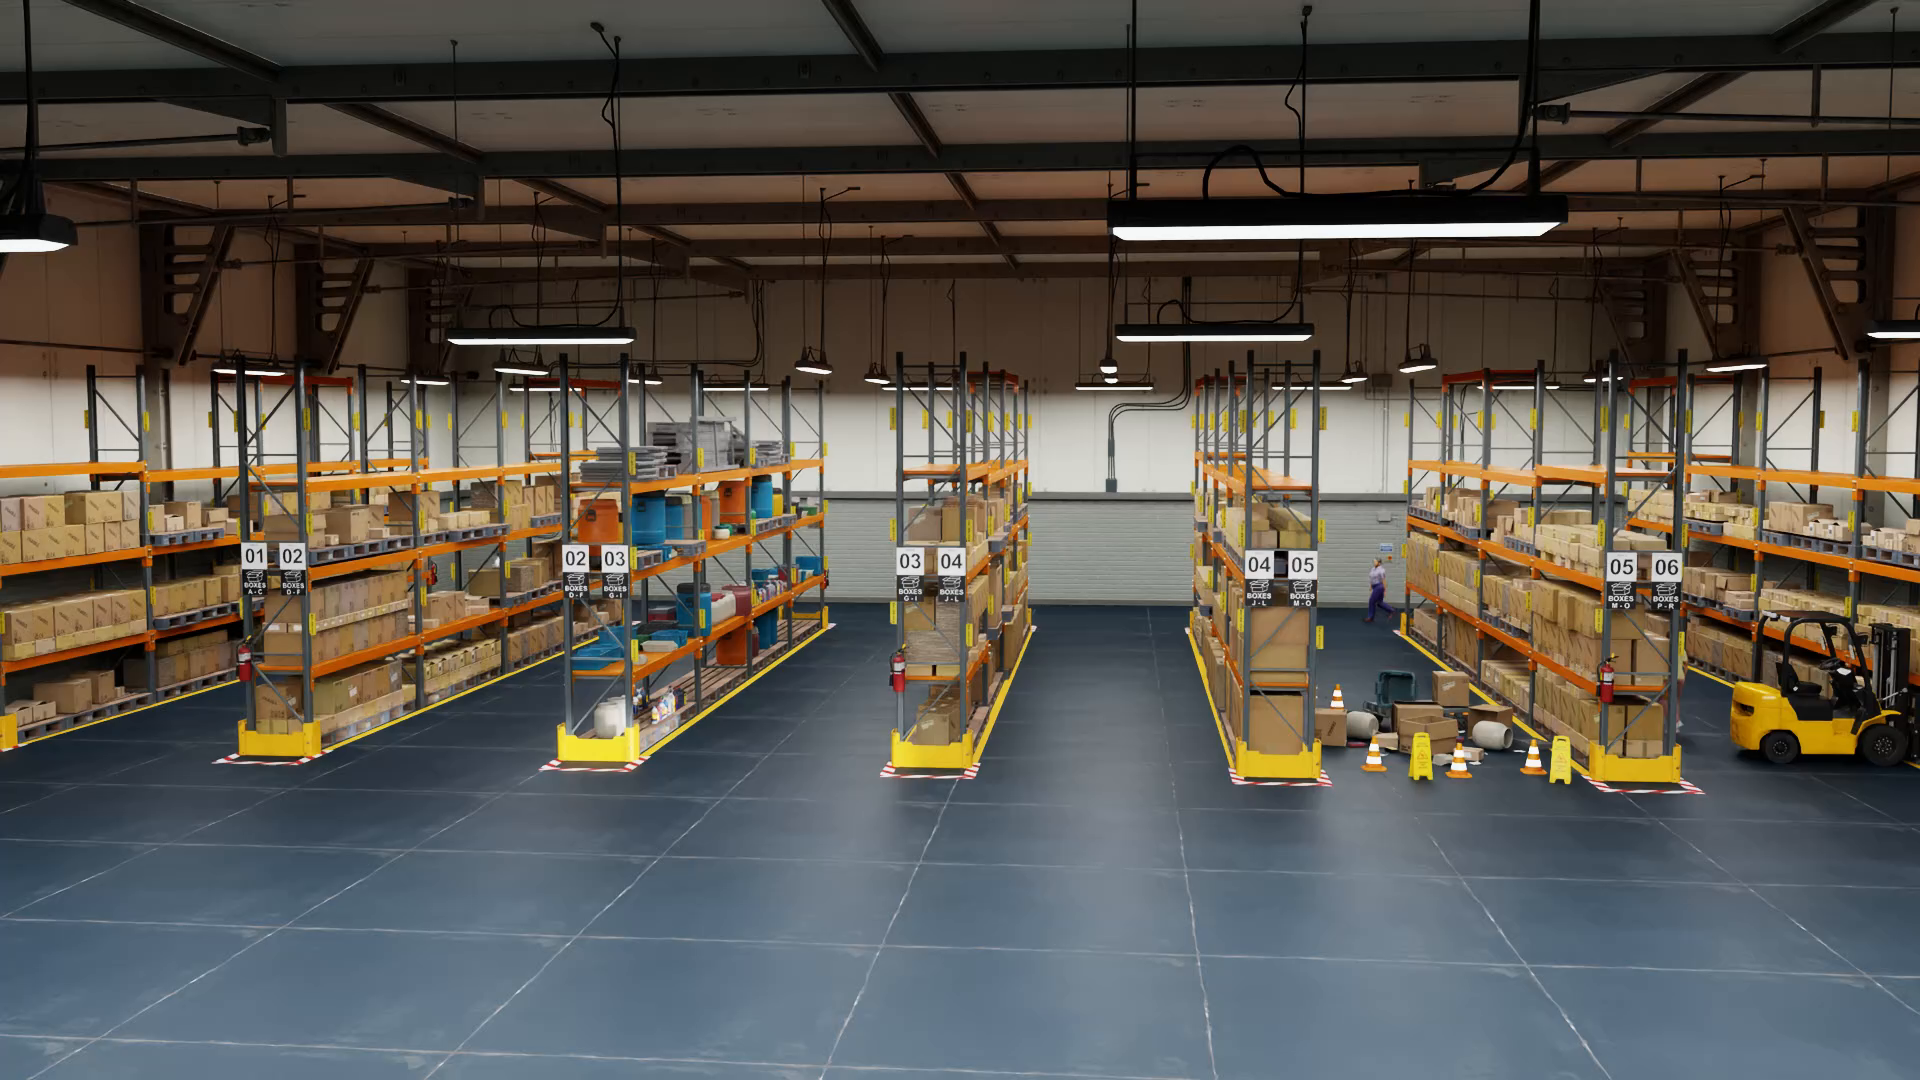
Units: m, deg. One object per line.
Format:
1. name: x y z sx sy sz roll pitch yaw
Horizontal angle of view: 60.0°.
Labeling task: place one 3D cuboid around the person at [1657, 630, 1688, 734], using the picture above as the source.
1. person: 11.512 2.287 26.741 0.516 1.647 0.576 -1 4 -18

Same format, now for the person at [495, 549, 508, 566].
1. person: -11.973 1.065 43.531 0.408 1.699 0.472 0 4 6

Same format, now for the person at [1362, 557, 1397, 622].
1. person: 10.506 1.231 41.604 0.916 1.606 0.474 0 4 -1
